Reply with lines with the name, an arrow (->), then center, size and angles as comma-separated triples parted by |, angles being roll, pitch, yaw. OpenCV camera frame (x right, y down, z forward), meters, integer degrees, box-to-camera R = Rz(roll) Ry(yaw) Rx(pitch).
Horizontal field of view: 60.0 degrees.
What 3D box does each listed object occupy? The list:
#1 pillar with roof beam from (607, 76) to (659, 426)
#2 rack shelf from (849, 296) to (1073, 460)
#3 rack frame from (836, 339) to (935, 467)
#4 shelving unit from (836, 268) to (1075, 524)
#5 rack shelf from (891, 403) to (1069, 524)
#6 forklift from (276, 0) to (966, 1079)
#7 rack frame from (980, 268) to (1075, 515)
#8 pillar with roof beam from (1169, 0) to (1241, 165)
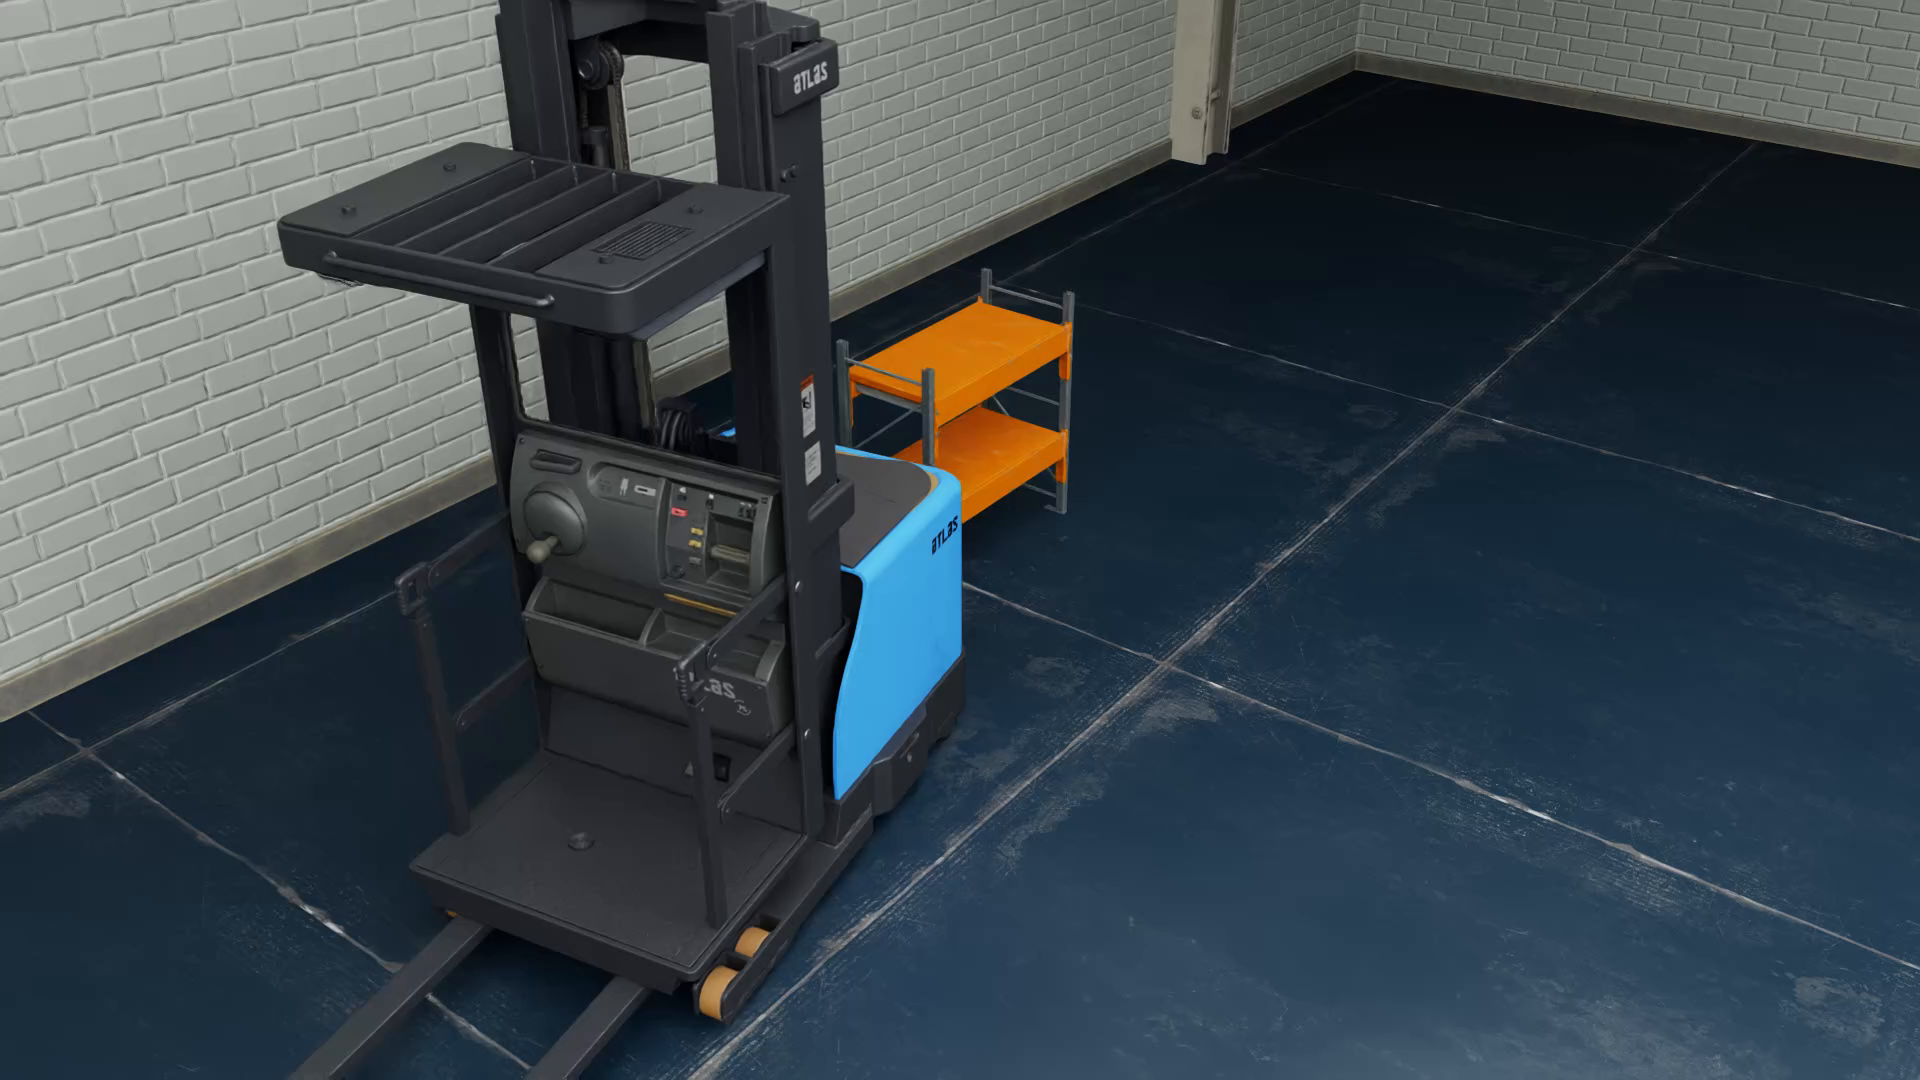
pillar with roof beam -> 1.630, -3.054, 4.076 | 9.100, 9.000, 0.400 | 21, 37, 31
rack shelf -> -0.004, -0.733, 7.309 | 0.538, 0.278, 1.000 | 21, 37, 31
rack frame -> -0.311, -0.275, 7.110 | 0.500, 1.125, 0.032 | 21, 37, 31
shelving unit -> -0.004, -0.481, 7.459 | 0.538, 1.125, 1.048 | 21, 37, 31
rack shelf -> -0.004, -0.271, 7.583 | 0.538, 0.278, 1.000 | 21, 37, 31
forklift -> -1.069, -0.012, 4.896 | 1.130, 2.935, 3.031 | 14, 33, 22
rack frame -> 0.303, -0.688, 7.807 | 0.500, 1.125, 0.032 | 21, 37, 31
pillar with roof beam -> 5.252, -5.493, 8.191 | 9.100, 9.000, 0.400 | 21, 37, 31
